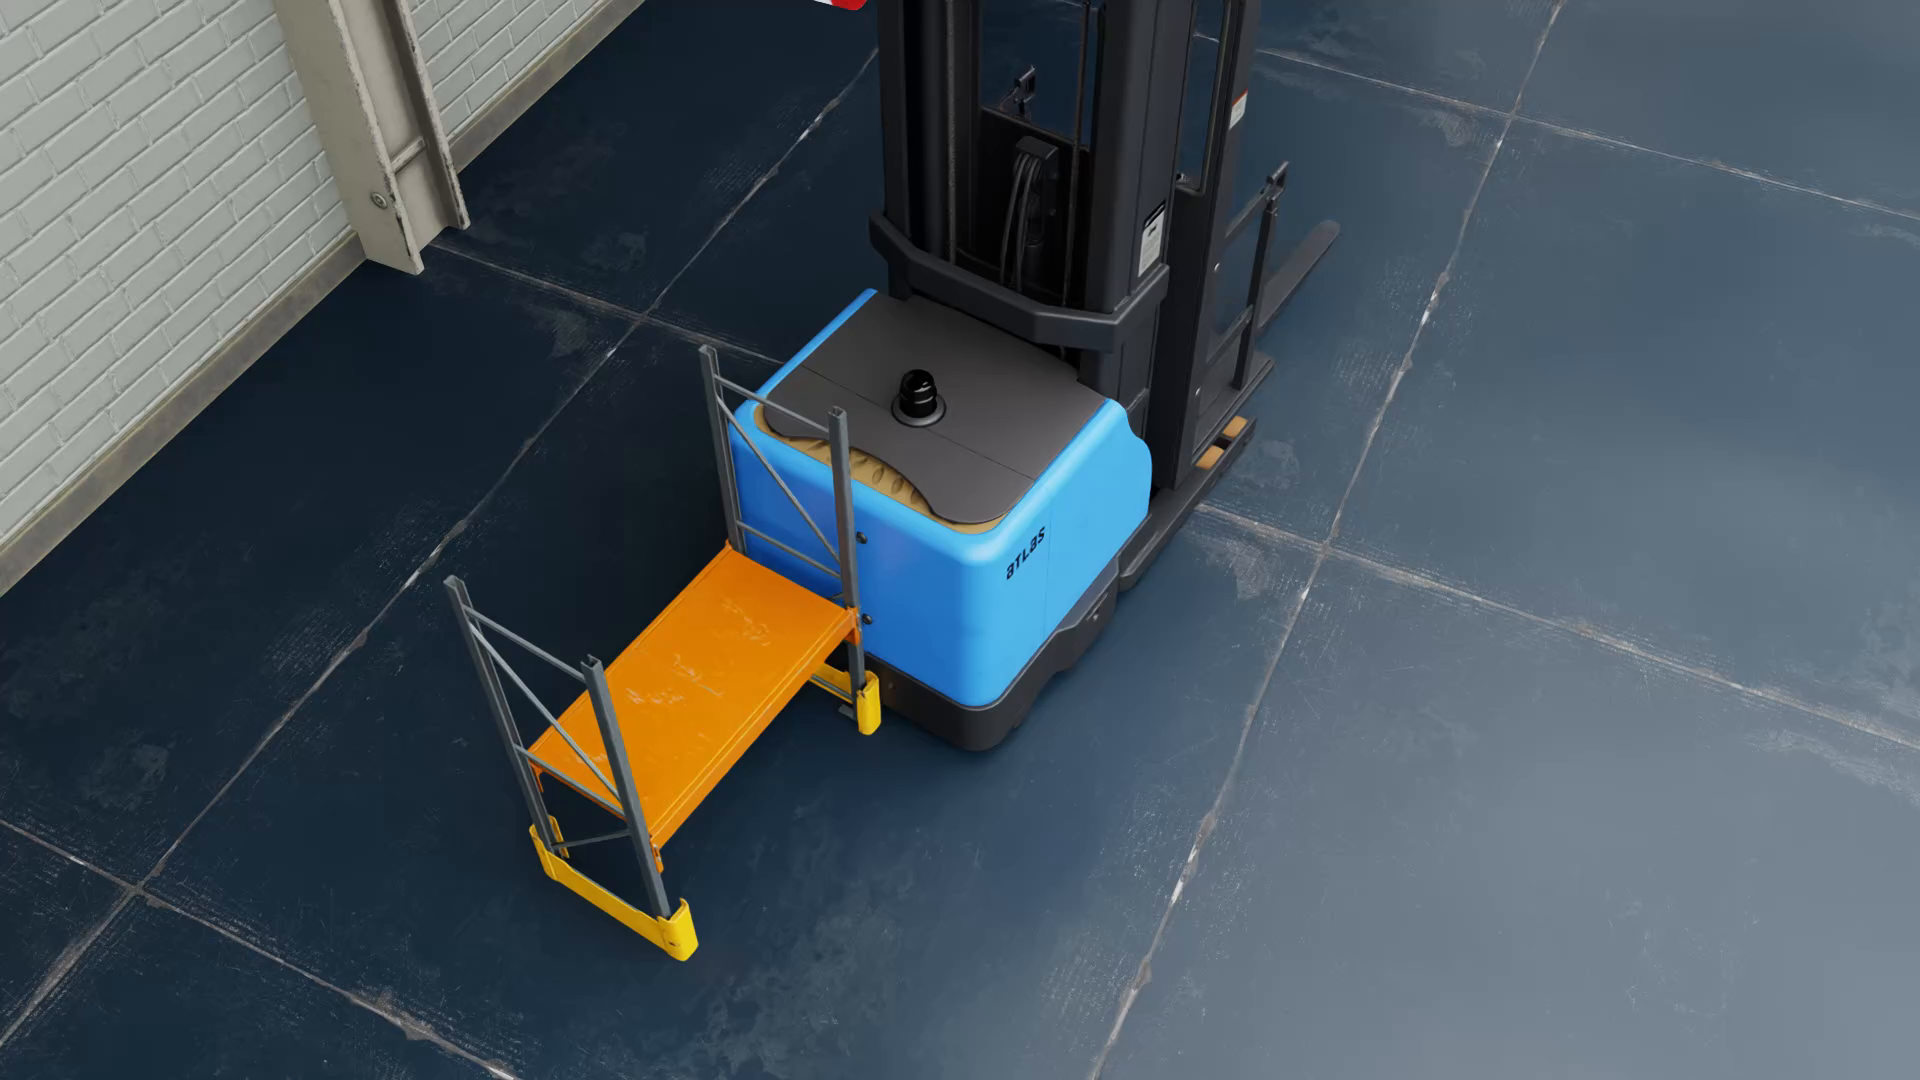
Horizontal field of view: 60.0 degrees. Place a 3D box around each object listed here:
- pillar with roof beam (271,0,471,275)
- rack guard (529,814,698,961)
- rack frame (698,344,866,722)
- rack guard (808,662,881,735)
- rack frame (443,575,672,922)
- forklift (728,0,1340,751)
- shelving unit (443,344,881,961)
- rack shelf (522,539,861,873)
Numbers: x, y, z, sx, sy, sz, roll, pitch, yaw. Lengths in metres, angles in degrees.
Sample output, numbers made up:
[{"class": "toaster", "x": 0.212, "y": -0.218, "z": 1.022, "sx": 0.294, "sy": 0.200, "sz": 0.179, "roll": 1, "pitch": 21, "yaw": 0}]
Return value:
[{"class": "pillar with roof beam", "x": 1.478, "y": -2.852, "z": 2.768, "sx": 9.100, "sy": 9.000, "sz": 0.400, "roll": 20, "pitch": 52, "yaw": 16}, {"class": "rack guard", "x": -1.076, "y": 1.079, "z": 5.168, "sx": 0.587, "sy": 0.250, "sz": 0.087, "roll": 26, "pitch": 55, "yaw": 21}, {"class": "rack frame", "x": -0.531, "y": 0.038, "z": 5.233, "sx": 0.500, "sy": 1.500, "sz": 0.032, "roll": 26, "pitch": 55, "yaw": 21}, {"class": "rack guard", "x": -0.531, "y": 0.444, "z": 5.708, "sx": 0.587, "sy": 0.250, "sz": 0.087, "roll": 26, "pitch": 55, "yaw": 21}, {"class": "rack frame", "x": -1.086, "y": 0.686, "z": 4.681, "sx": 0.500, "sy": 1.500, "sz": 0.032, "roll": 26, "pitch": 55, "yaw": 21}, {"class": "forklift", "x": 0.499, "y": -1.344, "z": 5.469, "sx": 1.130, "sy": 2.935, "sz": 3.031, "roll": 27, "pitch": 55, "yaw": 21}, {"class": "shelving unit", "x": -0.803, "y": 0.356, "z": 4.962, "sx": 0.587, "sy": 1.500, "sz": 1.083, "roll": 26, "pitch": 55, "yaw": 21}, {"class": "rack shelf", "x": -0.808, "y": 0.479, "z": 5.094, "sx": 0.538, "sy": 0.185, "sz": 1.000, "roll": 26, "pitch": 55, "yaw": 21}]
